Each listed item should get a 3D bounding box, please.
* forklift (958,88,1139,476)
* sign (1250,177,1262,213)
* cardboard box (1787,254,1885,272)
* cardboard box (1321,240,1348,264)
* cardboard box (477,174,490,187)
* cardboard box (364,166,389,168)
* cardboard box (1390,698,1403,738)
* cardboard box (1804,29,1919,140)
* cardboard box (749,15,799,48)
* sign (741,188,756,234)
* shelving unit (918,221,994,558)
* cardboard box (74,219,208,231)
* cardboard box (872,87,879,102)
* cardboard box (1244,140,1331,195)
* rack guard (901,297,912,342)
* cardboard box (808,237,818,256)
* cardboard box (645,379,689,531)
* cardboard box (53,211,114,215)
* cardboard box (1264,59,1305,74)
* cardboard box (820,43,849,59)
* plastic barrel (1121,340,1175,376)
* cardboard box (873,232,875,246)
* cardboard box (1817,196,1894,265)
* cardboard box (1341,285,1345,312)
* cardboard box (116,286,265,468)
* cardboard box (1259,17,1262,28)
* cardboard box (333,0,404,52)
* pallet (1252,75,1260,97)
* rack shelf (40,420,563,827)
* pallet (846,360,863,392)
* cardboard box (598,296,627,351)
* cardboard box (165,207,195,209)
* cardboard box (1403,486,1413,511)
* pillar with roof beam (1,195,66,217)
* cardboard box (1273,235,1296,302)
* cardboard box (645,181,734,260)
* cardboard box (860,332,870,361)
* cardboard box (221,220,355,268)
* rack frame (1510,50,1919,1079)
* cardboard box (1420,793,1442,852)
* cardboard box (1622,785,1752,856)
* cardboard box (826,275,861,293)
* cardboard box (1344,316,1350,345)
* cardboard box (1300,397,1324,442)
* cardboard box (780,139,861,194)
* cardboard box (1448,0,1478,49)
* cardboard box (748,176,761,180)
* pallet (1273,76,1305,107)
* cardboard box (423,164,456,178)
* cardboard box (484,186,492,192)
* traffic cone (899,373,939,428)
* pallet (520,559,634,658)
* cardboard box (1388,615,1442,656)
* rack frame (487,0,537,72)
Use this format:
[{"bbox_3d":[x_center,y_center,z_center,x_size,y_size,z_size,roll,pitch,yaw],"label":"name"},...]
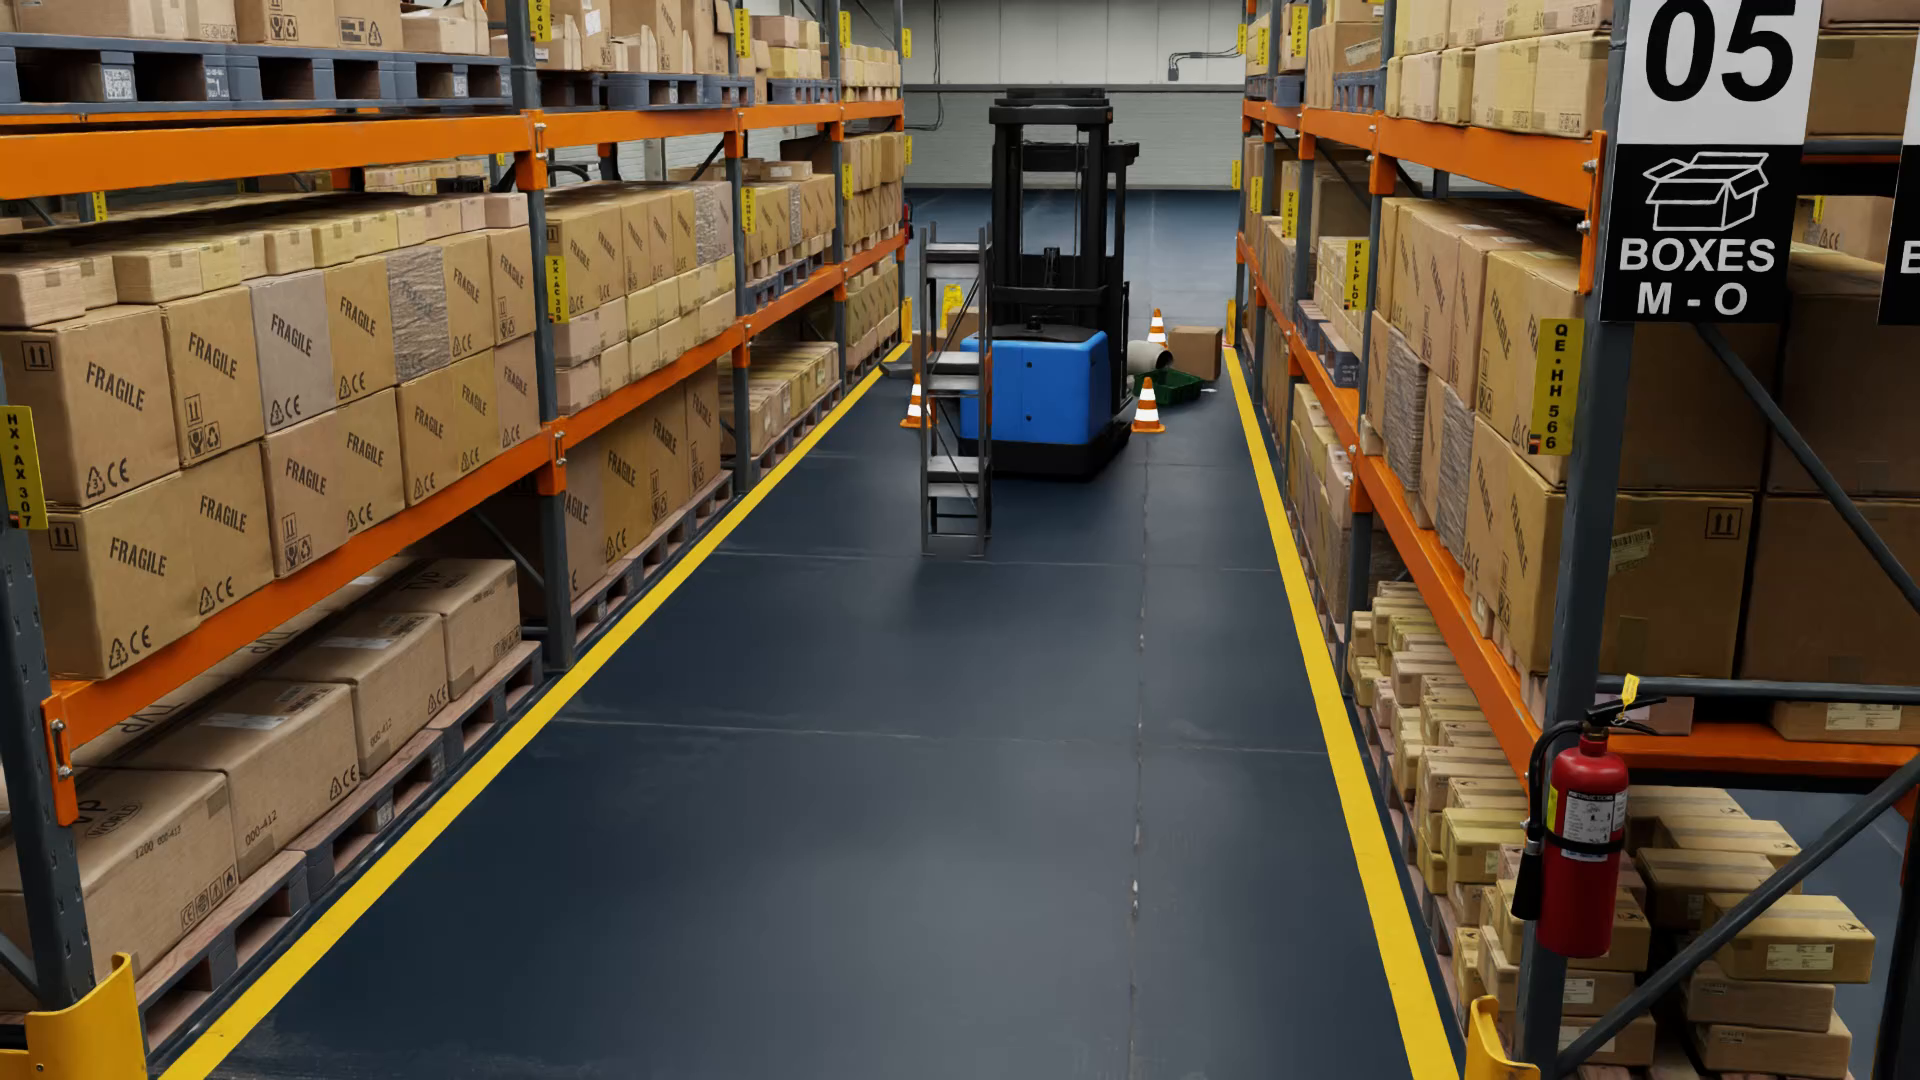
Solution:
[{"bbox_3d":[0.862,-2.251,13.871,1.130,2.935,3.031,4,16,15],"label":"forklift"},{"bbox_3d":[2.759,-3.212,15.483,0.100,0.325,0.005,2,15,6],"label":"sign"},{"bbox_3d":[2.321,-0.542,4.742,0.500,0.500,0.500,2,15,8],"label":"cardboard box"},{"bbox_3d":[2.587,-1.887,10.931,0.380,0.149,0.250,1,15,5],"label":"cardboard box"},{"bbox_3d":[-5.861,-4.305,19.903,0.380,0.149,0.250,2,15,7],"label":"cardboard box"},{"bbox_3d":[-6.553,-4.066,18.448,0.380,0.149,0.250,2,15,7],"label":"cardboard box"},{"bbox_3d":[2.062,0.796,7.129,0.380,0.149,0.250,1,15,5],"label":"cardboard box"},{"bbox_3d":[2.261,-1.112,4.069,0.500,0.250,0.500,2,15,8],"label":"cardboard box"},{"bbox_3d":[-1.651,-4.260,13.947,0.500,0.250,0.500,2,15,7],"label":"cardboard box"},{"bbox_3d":[-1.519,-2.365,11.945,0.100,0.325,0.005,2,15,6],"label":"sign"},{"bbox_3d":[-0.019,-0.971,10.729,0.431,2.100,0.503,2,15,6],"label":"shelving unit"},{"bbox_3d":[-2.994,-1.090,6.097,0.380,0.149,0.250,2,15,8],"label":"cardboard box"},{"bbox_3d":[-1.059,-4.723,17.617,0.380,0.149,0.250,2,15,6],"label":"cardboard box"},{"bbox_3d":[3.513,-3.989,17.812,0.875,0.550,0.550,2,15,6],"label":"cardboard box"},{"bbox_3d":[-1.177,-2.670,20.080,1.175,0.500,0.348,2,15,6],"label":"rack guard"},{"bbox_3d":[-1.469,-2.597,14.697,0.380,0.149,0.250,2,15,7],"label":"cardboard box"},{"bbox_3d":[-2.336,-0.591,10.867,0.875,0.875,0.875,2,15,7],"label":"cardboard box"},{"bbox_3d":[-7.201,-2.621,13.675,0.380,0.149,0.250,1,15,5],"label":"cardboard box"},{"bbox_3d":[3.034,-4.421,15.505,0.380,0.149,0.250,2,15,6],"label":"cardboard box"},{"bbox_3d":[-1.260,-4.643,15.794,0.380,0.149,0.250,1,15,5],"label":"cardboard box"},{"bbox_3d":[1.914,-1.836,17.139,0.421,0.421,0.512,-14,20,-42],"label":"plastic barrel"},{"bbox_3d":[-1.111,-3.208,17.761,0.380,0.149,0.250,2,15,6],"label":"cardboard box"},{"bbox_3d":[7.999,-2.858,14.031,1.000,1.000,1.000,2,15,7],"label":"cardboard box"},{"bbox_3d":[2.435,-1.404,9.714,0.380,0.149,0.250,2,15,8],"label":"cardboard box"},{"bbox_3d":[-2.585,-0.528,5.262,0.500,0.500,0.500,1,15,5],"label":"cardboard box"},{"bbox_3d":[3.148,-5.069,16.375,0.380,0.149,0.250,2,15,6],"label":"cardboard box"},{"bbox_3d":[-2.642,-2.183,6.547,0.797,0.503,0.637,3,15,11],"label":"cardboard box"},{"bbox_3d":[3.553,-4.672,17.118,1.003,0.211,1.213,2,15,6],"label":"pallet"},{"bbox_3d":[-2.748,0.082,6.492,1.077,0.370,4.000,2,15,6],"label":"rack shelf"},{"bbox_3d":[-1.579,-1.688,17.002,1.003,0.211,1.213,2,15,6],"label":"pallet"},{"bbox_3d":[-2.161,-1.195,9.166,0.500,0.250,0.500,2,15,7],"label":"cardboard box"},{"bbox_3d":[-6.539,-2.738,14.106,0.380,0.149,0.250,2,15,7],"label":"cardboard box"},{"bbox_3d":[1.987,-0.206,6.659,0.380,0.149,0.250,2,15,7],"label":"cardboard box"},{"bbox_3d":[-3.474,-5.101,12.787,9.100,9.000,0.400,2,15,6],"label":"pillar with roof beam"},{"bbox_3d":[2.757,-2.134,13.117,0.500,0.500,0.500,1,15,5],"label":"cardboard box"},{"bbox_3d":[-1.869,-2.211,11.485,0.500,0.500,0.500,1,15,5],"label":"cardboard box"},{"bbox_3d":[-1.235,-2.019,17.344,0.500,0.250,0.500,3,15,9],"label":"cardboard box"},{"bbox_3d":[-2.441,-1.076,6.045,0.380,0.149,0.250,1,15,5],"label":"cardboard box"},{"bbox_3d":[1.956,0.373,4.038,1.000,3.000,0.127,2,15,6],"label":"rack frame"},{"bbox_3d":[1.835,0.988,5.850,0.380,0.149,0.250,2,15,7],"label":"cardboard box"},{"bbox_3d":[2.366,0.930,5.495,0.380,0.149,0.250,1,15,4],"label":"cardboard box"},{"bbox_3d":[-1.211,-2.586,16.761,0.380,0.149,0.250,2,15,7],"label":"cardboard box"},{"bbox_3d":[2.400,-1.193,9.505,0.380,0.149,0.250,2,15,9],"label":"cardboard box"},{"bbox_3d":[2.484,-0.757,10.763,0.500,0.250,0.500,2,15,6],"label":"cardboard box"},{"bbox_3d":[-1.354,-3.642,16.206,0.700,0.500,0.500,2,15,6],"label":"cardboard box"},{"bbox_3d":[1.941,-1.767,5.534,0.500,0.250,0.500,1,15,4],"label":"cardboard box"},{"bbox_3d":[-2.013,-3.011,14.984,0.500,0.500,0.500,2,15,6],"label":"cardboard box"},{"bbox_3d":[2.879,-3.228,11.968,1.213,0.211,1.003,2,15,9],"label":"pallet"},{"bbox_3d":[-5.952,-4.181,18.874,0.380,0.149,0.250,2,15,8],"label":"cardboard box"},{"bbox_3d":[-5.895,-3.955,19.850,0.500,0.500,0.500,1,15,5],"label":"cardboard box"},{"bbox_3d":[-0.368,-1.272,14.979,0.336,0.463,0.334,2,15,6],"label":"traffic cone"},{"bbox_3d":[-2.510,0.359,9.429,1.003,0.211,1.213,2,15,6],"label":"pallet"},{"bbox_3d":[2.093,0.441,7.301,0.380,0.149,0.250,1,15,5],"label":"cardboard box"},{"bbox_3d":[-2.522,-3.680,7.534,1.000,3.000,0.127,2,15,6],"label":"rack frame"}]
